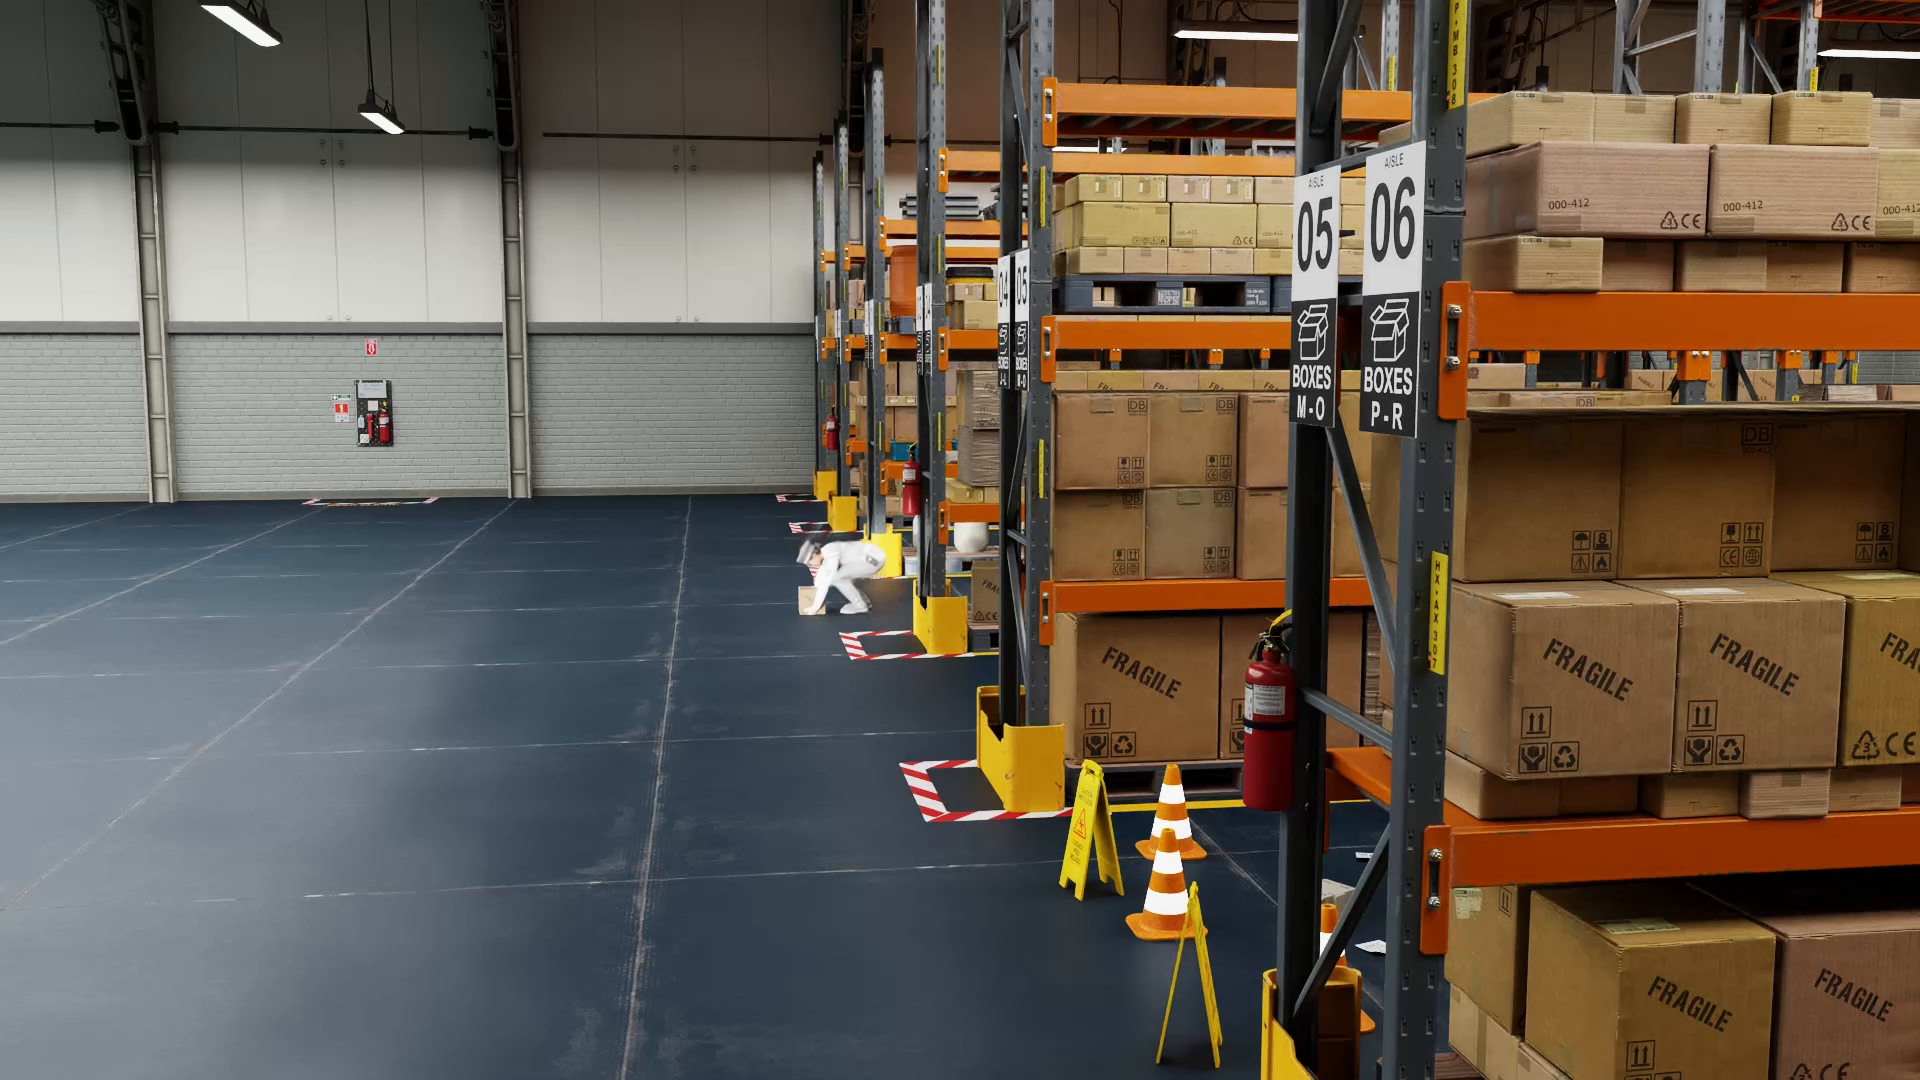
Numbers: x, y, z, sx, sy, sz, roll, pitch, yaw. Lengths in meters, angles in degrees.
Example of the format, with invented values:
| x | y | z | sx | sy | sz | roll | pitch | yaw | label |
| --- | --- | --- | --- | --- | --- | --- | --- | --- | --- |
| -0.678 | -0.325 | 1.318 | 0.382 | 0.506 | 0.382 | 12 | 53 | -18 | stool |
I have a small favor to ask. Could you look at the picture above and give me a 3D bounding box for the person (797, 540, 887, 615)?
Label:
| x | y | z | sx | sy | sz | roll | pitch | yaw | label |
| --- | --- | --- | --- | --- | --- | --- | --- | --- | --- |
| -1.192 | 0.365 | 16.752 | 0.914 | 0.761 | 0.445 | -1 | 7 | -10 | person |
